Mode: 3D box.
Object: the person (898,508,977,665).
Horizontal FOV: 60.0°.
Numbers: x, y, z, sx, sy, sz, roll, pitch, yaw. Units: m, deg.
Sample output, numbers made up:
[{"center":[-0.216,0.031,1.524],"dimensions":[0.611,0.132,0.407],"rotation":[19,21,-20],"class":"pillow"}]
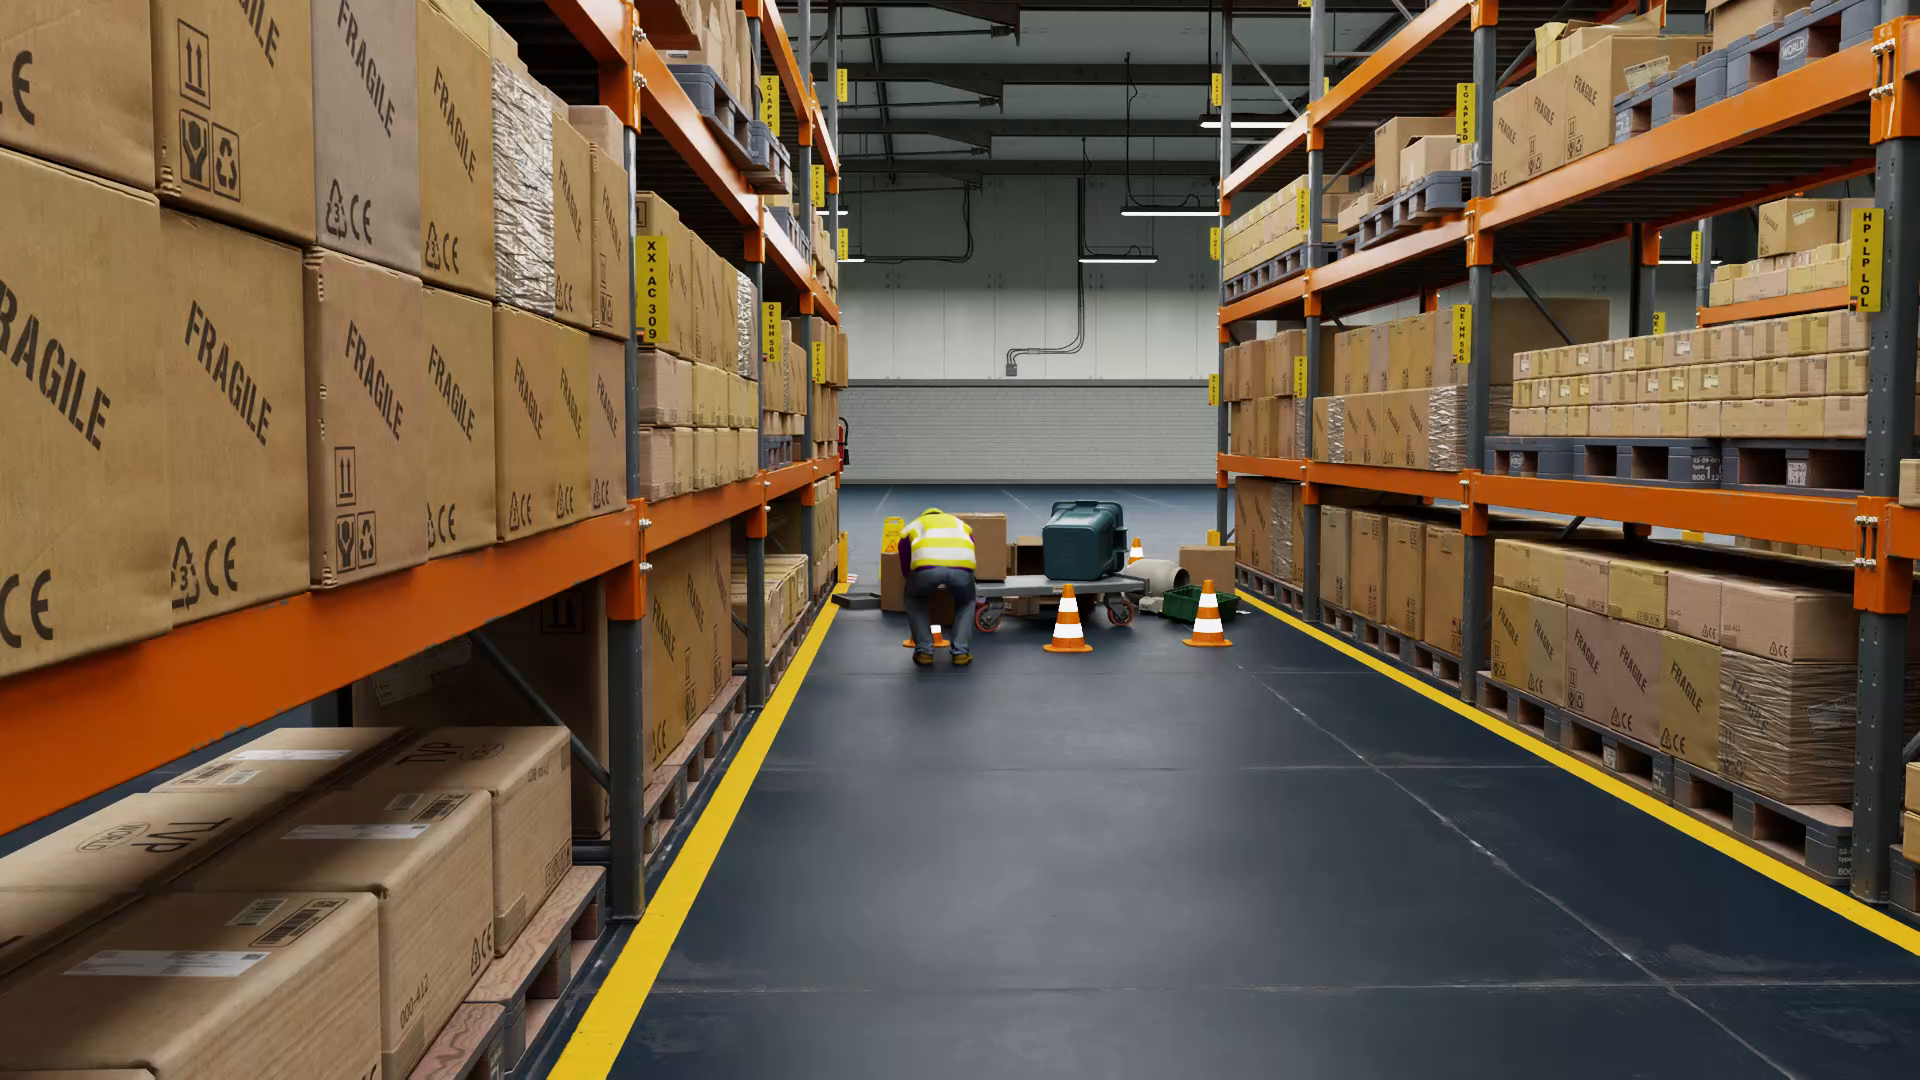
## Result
[{"center":[-0.151,0.305,11.206],"dimensions":[0.526,1.011,0.956],"rotation":[0,4,-4],"class":"person"}]
